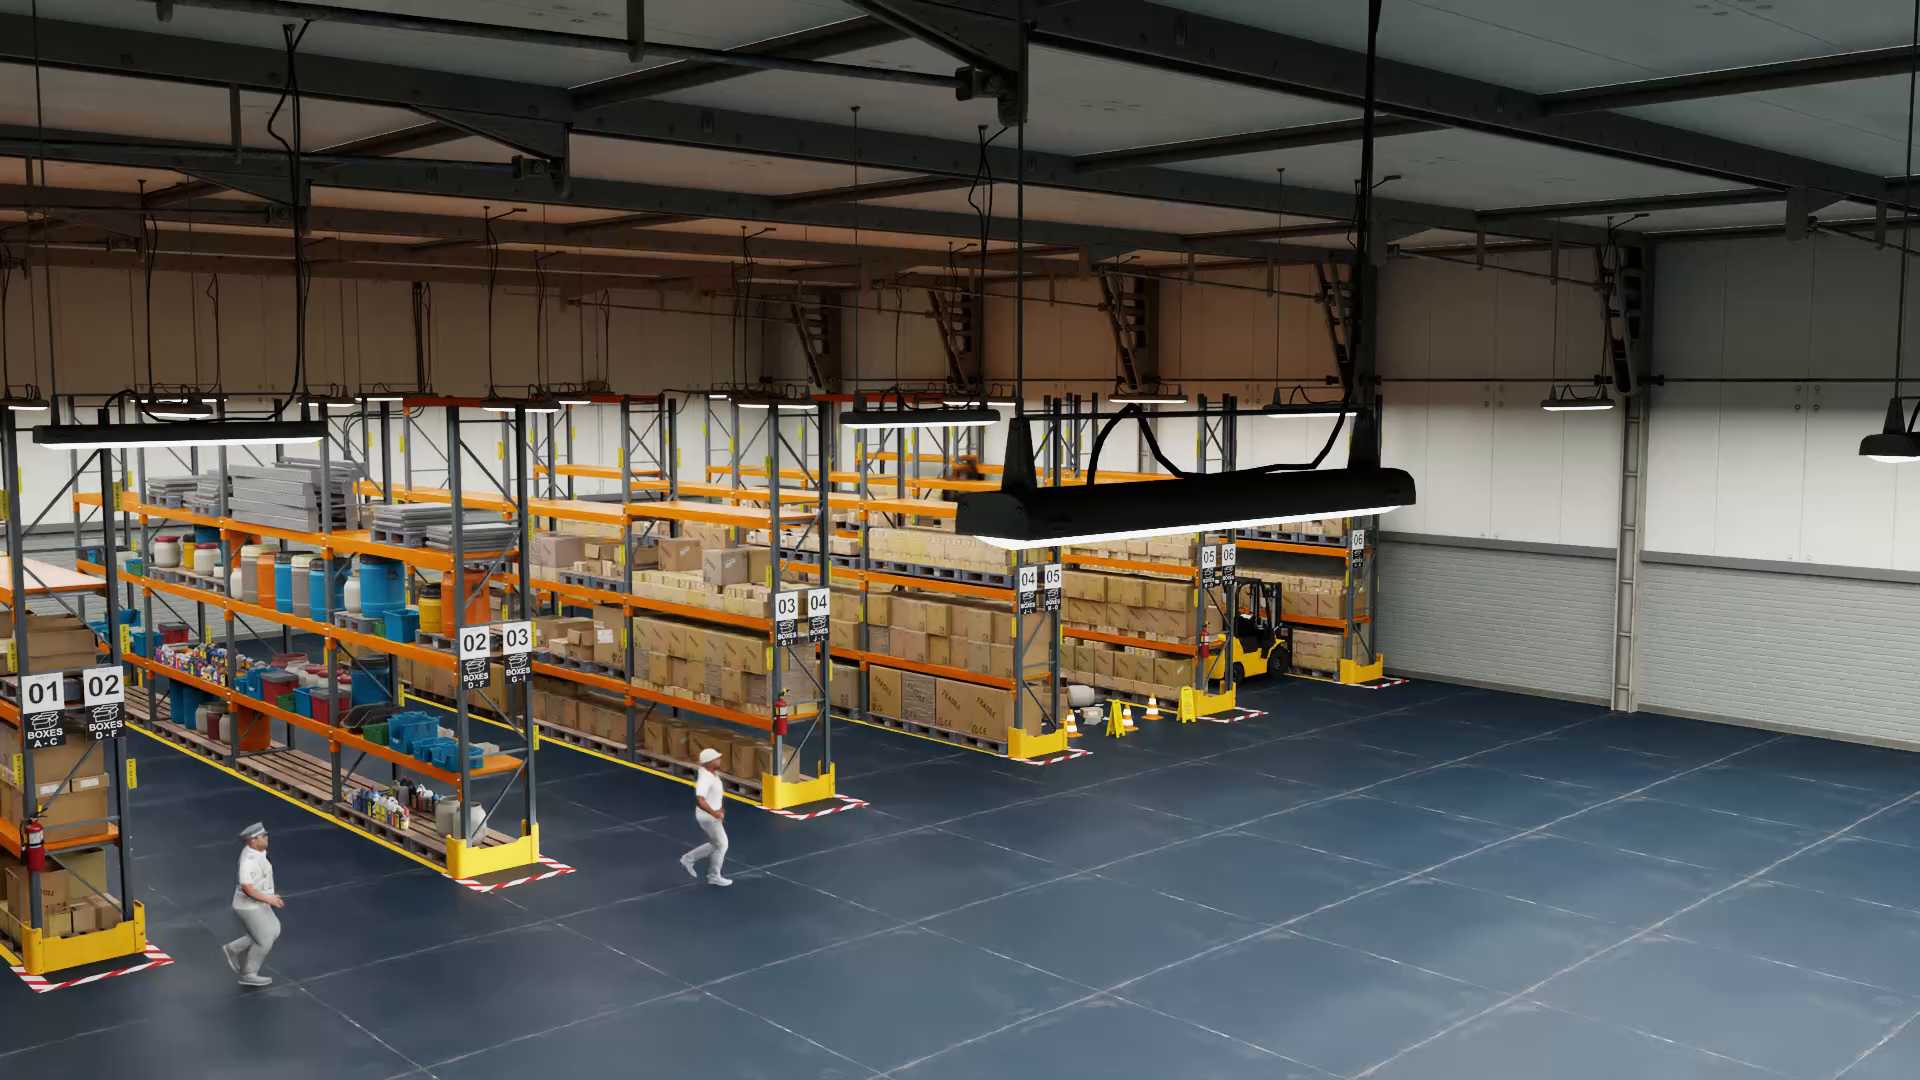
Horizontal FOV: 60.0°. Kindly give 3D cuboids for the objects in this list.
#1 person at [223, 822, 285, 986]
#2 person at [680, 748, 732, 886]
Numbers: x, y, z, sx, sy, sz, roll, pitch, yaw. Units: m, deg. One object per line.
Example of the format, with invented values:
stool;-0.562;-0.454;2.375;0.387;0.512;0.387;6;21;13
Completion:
person;-7.392;3.801;17.393;0.629;1.729;0.649;-2;6;-19
person;-3.185;3.465;20.784;0.653;1.739;0.714;-1;6;-9
